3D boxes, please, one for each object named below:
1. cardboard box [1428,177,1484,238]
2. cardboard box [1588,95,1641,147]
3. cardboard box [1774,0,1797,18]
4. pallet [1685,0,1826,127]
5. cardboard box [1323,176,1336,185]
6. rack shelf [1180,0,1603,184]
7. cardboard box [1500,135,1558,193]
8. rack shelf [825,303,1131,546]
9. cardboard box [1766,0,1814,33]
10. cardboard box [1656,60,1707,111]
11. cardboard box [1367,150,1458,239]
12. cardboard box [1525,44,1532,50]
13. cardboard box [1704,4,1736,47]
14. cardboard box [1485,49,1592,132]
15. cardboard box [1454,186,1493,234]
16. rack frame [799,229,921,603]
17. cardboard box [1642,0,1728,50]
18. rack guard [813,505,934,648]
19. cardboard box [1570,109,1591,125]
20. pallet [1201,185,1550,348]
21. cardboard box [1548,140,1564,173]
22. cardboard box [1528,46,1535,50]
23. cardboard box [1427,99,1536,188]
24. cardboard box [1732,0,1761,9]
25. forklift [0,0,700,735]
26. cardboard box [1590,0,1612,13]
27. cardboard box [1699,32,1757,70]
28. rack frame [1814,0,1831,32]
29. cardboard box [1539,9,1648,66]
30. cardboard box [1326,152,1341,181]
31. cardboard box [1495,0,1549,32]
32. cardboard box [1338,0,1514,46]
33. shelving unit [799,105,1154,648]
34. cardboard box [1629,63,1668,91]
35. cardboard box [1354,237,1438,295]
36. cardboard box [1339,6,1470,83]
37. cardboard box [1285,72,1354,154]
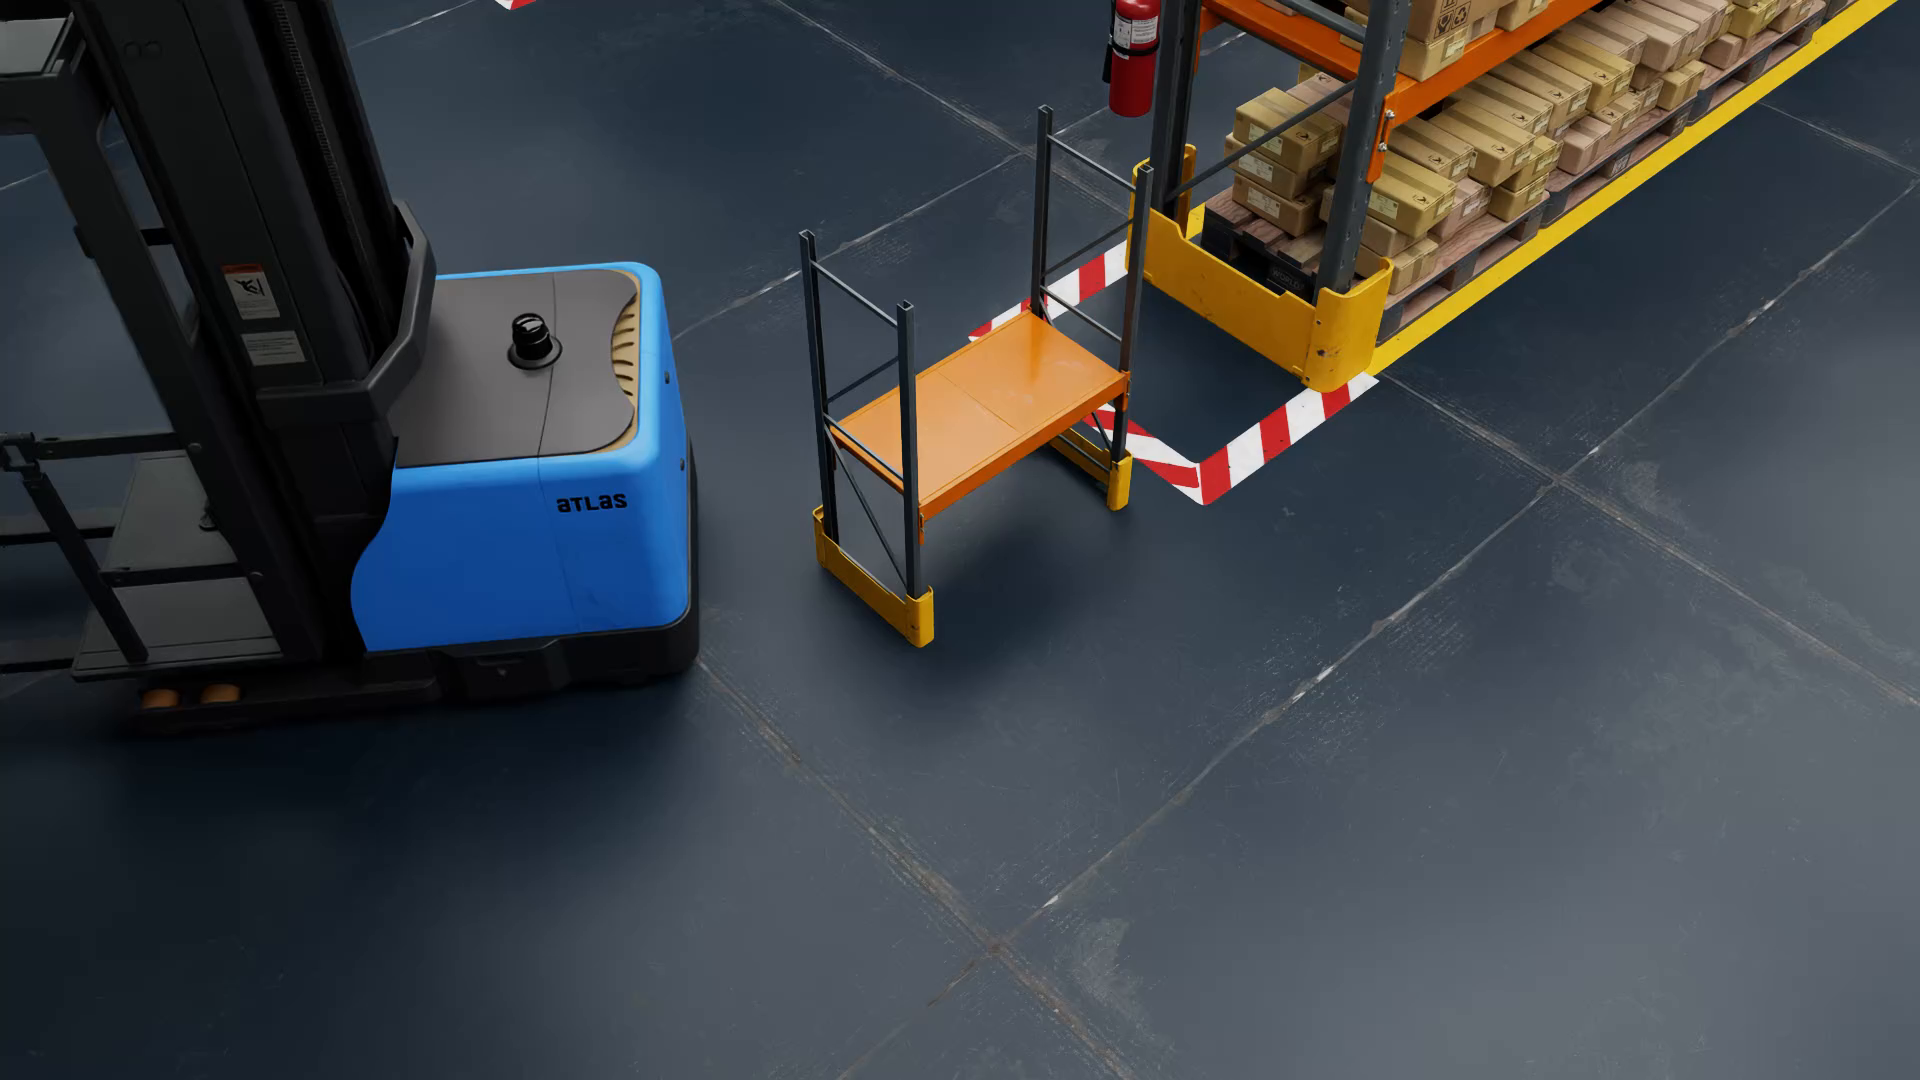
[{"bbox_3d":[1.967,-1.464,7.011,0.250,0.149,0.380,-34,56,-27],"label":"cardboard box"},{"bbox_3d":[2.905,-1.996,7.705,0.250,0.149,0.380,-34,56,-27],"label":"cardboard box"},{"bbox_3d":[3.915,-2.748,8.196,0.380,0.149,0.250,36,57,29],"label":"cardboard box"},{"bbox_3d":[3.653,-2.644,8.546,1.213,0.211,1.003,-34,56,-27],"label":"pallet"},{"bbox_3d":[1.538,-1.695,7.427,0.250,0.149,0.380,-32,55,-26],"label":"cardboard box"},{"bbox_3d":[2.646,-2.708,7.197,4.000,0.370,1.077,-34,56,-27],"label":"rack shelf"},{"bbox_3d":[2.352,-1.701,7.230,0.250,0.149,0.380,-32,55,-26],"label":"cardboard box"},{"bbox_3d":[0.063,-0.429,5.870,1.000,0.185,0.538,-34,56,-27],"label":"rack shelf"},{"bbox_3d":[4.065,-2.737,8.389,0.250,0.149,0.380,-33,55,-27],"label":"cardboard box"},{"bbox_3d":[3.299,-2.225,7.917,0.250,0.149,0.380,-34,56,-27],"label":"cardboard box"},{"bbox_3d":[1.782,-1.415,6.764,0.250,0.149,0.380,-36,57,-29],"label":"cardboard box"},{"bbox_3d":[2.510,-2.445,7.916,0.250,0.149,0.380,-33,55,-27],"label":"cardboard box"},{"bbox_3d":[3.477,-2.535,8.000,0.250,0.149,0.380,-33,55,-27],"label":"cardboard box"},{"bbox_3d":[2.517,-1.971,7.277,0.250,0.149,0.380,-32,55,-26],"label":"cardboard box"},{"bbox_3d":[2.087,-1.524,7.269,0.250,0.149,0.380,-33,55,-27],"label":"cardboard box"},{"bbox_3d":[-0.313,-0.299,5.506,0.032,1.500,0.500,-34,56,-27],"label":"rack frame"},{"bbox_3d":[3.313,-2.456,7.724,0.380,0.149,0.250,36,57,29],"label":"cardboard box"},{"bbox_3d":[-0.312,0.124,5.966,0.087,0.250,0.587,-34,56,-27],"label":"rack guard"},{"bbox_3d":[2.657,-2.040,7.543,0.250,0.149,0.380,-31,54,-25],"label":"cardboard box"},{"bbox_3d":[1.847,-1.437,7.433,1.213,0.211,1.003,-34,56,-27],"label":"pallet"},{"bbox_3d":[2.474,-1.769,7.495,0.250,0.149,0.380,-34,56,-27],"label":"cardboard box"},{"bbox_3d":[2.708,-2.448,8.121,0.250,0.149,0.380,-35,56,-28],"label":"cardboard box"},{"bbox_3d":[2.178,-1.671,7.000,0.250,0.149,0.380,-34,56,-27],"label":"cardboard box"},{"bbox_3d":[3.696,-2.726,7.973,0.250,0.149,0.380,-34,56,-27],"label":"cardboard box"},{"bbox_3d":[-2.463,-0.748,4.946,3.031,2.935,1.130,-5,47,-5],"label":"forklift"},{"bbox_3d":[2.938,-2.643,8.099,0.250,0.149,0.380,-31,55,-26],"label":"cardboard box"},{"bbox_3d":[3.664,-2.489,8.159,0.250,0.149,0.380,-36,57,-28],"label":"cardboard box"},{"bbox_3d":[4.126,-3.941,7.845,0.127,3.000,1.000,-34,56,-27],"label":"rack frame"},{"bbox_3d":[2.865,-2.253,7.537,0.250,0.149,0.380,-34,56,-27],"label":"cardboard box"},{"bbox_3d":[1.594,-1.756,7.281,0.250,0.149,0.380,-35,56,-28],"label":"cardboard box"},{"bbox_3d":[2.022,-2.112,6.329,0.250,0.149,0.380,-35,56,-28],"label":"cardboard box"},{"bbox_3d":[1.684,-2.170,5.940,0.500,0.500,0.500,-31,55,-26],"label":"cardboard box"},{"bbox_3d":[0.056,-0.546,5.734,1.083,1.500,0.587,-34,56,-27],"label":"shelving unit"},{"bbox_3d":[3.090,-2.277,7.762,0.380,0.149,0.250,36,57,29],"label":"cardboard box"},{"bbox_3d":[1.769,-1.224,6.992,0.250,0.149,0.380,-33,55,-26],"label":"cardboard box"},{"bbox_3d":[1.626,-1.860,6.096,0.250,0.149,0.380,-34,56,-27],"label":"cardboard box"},{"bbox_3d":[1.612,-1.833,7.150,0.250,0.149,0.380,-33,55,-26],"label":"cardboard box"}]
